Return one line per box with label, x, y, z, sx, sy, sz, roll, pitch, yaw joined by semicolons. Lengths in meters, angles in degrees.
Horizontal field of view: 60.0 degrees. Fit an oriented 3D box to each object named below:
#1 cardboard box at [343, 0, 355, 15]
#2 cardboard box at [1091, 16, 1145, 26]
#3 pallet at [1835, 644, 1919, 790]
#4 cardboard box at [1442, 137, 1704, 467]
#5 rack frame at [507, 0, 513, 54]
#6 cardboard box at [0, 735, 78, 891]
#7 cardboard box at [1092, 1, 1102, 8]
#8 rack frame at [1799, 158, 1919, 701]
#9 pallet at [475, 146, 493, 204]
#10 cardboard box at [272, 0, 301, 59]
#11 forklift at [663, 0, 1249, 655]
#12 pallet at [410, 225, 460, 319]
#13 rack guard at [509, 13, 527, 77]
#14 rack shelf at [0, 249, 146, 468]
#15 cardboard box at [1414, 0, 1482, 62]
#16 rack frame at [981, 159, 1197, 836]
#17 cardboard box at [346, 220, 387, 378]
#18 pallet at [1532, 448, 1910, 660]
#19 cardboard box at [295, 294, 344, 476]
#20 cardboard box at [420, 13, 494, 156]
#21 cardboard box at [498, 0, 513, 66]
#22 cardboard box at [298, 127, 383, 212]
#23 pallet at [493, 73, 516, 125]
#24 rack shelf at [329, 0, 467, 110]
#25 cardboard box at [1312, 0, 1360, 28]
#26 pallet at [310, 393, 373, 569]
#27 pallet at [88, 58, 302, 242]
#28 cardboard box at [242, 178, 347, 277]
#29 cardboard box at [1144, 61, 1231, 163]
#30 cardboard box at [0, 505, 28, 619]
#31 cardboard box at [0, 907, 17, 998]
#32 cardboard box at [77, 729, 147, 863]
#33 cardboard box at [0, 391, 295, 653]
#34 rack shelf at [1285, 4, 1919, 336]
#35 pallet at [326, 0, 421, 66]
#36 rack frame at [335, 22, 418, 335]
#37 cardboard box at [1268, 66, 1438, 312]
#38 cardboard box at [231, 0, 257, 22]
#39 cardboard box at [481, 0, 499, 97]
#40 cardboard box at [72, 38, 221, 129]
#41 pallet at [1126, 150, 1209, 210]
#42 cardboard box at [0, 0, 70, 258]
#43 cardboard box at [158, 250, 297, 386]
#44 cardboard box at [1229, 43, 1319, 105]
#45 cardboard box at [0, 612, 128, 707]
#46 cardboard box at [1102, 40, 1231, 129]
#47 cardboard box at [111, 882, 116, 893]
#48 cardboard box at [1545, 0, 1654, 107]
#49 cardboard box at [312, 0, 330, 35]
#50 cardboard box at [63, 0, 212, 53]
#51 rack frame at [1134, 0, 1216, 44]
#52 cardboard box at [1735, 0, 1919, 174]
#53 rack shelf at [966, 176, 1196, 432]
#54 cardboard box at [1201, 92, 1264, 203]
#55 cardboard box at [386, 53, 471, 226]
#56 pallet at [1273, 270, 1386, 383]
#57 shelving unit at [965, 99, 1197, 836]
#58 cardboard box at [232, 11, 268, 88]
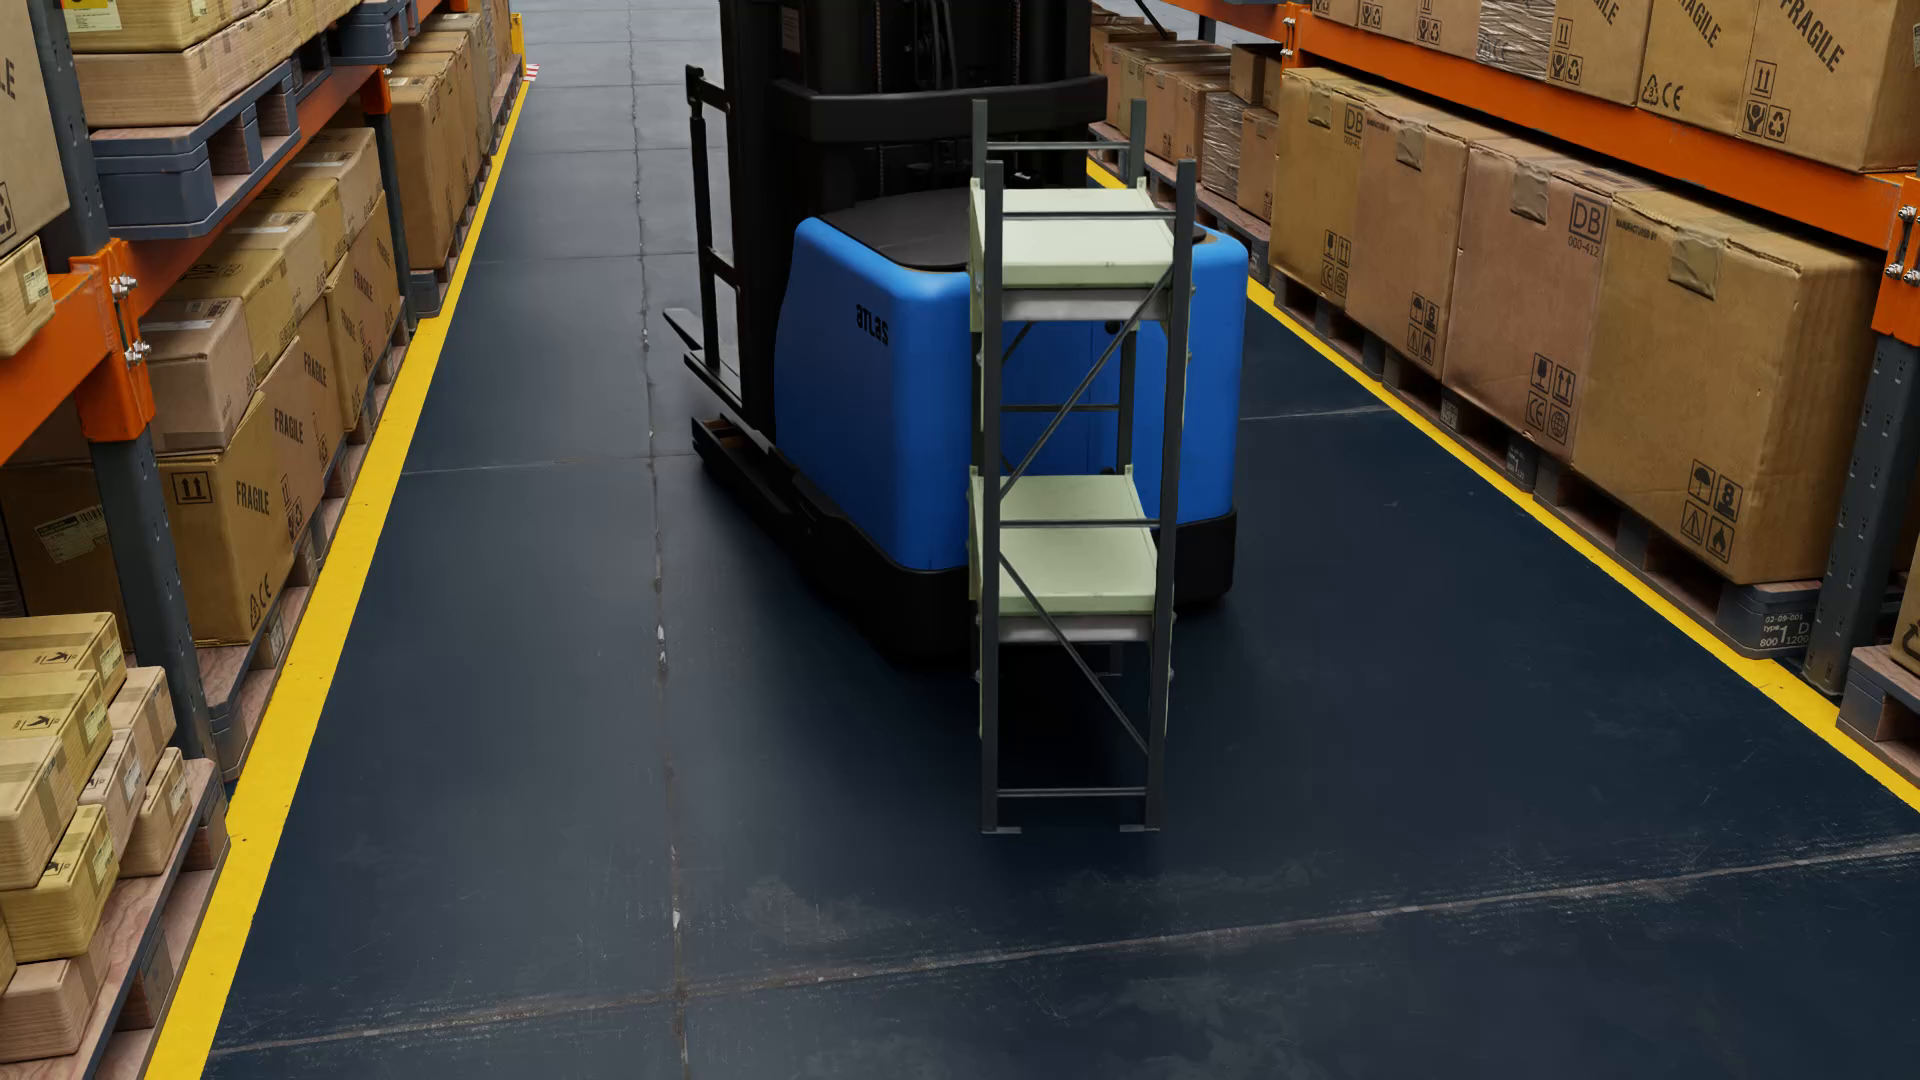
cardboard box;-2.175;-1.782;5.371;0.380;0.149;0.250;-5;24;-12
cardboard box;1.102;-3.600;12.344;0.500;0.500;0.500;3;24;7
pallet;2.793;0.561;3.701;1.003;0.211;1.213;-4;24;-10
cardboard box;2.425;-0.842;5.560;1.225;0.875;0.875;-5;24;-12
rack frame;-4.383;-5.414;13.899;1.000;3.000;0.127;-4;24;-10
cardboard box;-1.703;0.463;2.736;0.380;0.149;0.250;-5;24;-10
cardboard box;0.850;-4.061;13.400;0.500;0.500;0.500;-2;24;-5
rack frame;2.729;-1.021;3.841;1.000;3.000;0.127;-4;24;-10
pallet;-3.427;-2.265;10.172;1.003;0.211;1.213;-4;24;-10
cardboard box;-1.977;-1.366;4.420;0.380;0.149;0.250;-5;24;-12
forklift;-0.290;-1.597;5.245;1.130;2.935;3.031;-10;26;-22
pallet;-2.976;-1.305;7.975;1.003;0.211;1.213;-4;24;-10
rack guard;-4.388;-4.278;14.421;1.175;0.500;0.348;-4;24;-10
rack shelf;-1.794;0.422;1.434;1.077;0.370;4.000;-4;24;-10
cardboard box;2.008;-2.025;6.015;0.500;0.500;0.500;-5;24;-11
rack frame;0.248;-0.030;3.445;0.400;1.500;0.023;-1;24;-1
cardboard box;-2.433;-0.870;6.093;0.500;0.500;0.500;-3;24;-8
pallet;2.512;-0.041;5.081;1.003;0.211;1.213;-4;24;-10
cardboard box;-2.250;-0.464;5.164;0.500;0.500;0.500;-4;24;-9
cardboard box;-3.440;-2.765;10.119;1.050;0.750;0.750;-4;24;-10
cardboard box;-4.193;-4.371;13.640;0.875;0.875;0.875;-4;24;-9
cardboard box;-2.520;-1.408;6.388;0.500;0.250;0.500;-5;24;-11
pallet;-3.936;-3.349;12.653;1.003;0.211;1.213;-4;24;-10
rack shelf;-3.274;-2.724;8.639;1.077;0.370;4.000;-4;24;-10
cardboard box;1.812;-2.429;6.939;0.500;0.500;0.500;-4;24;-8
pallet;-2.539;-0.203;5.451;1.003;0.211;1.213;-4;24;-10
pallet;-2.163;-0.918;3.843;1.003;0.211;1.213;-4;24;-10
cardboard box;-2.337;-1.009;5.475;0.500;0.250;0.500;-4;24;-9
cardboard box;1.516;-2.572;9.965;0.700;0.500;0.500;-6;24;-14
cardboard box;-2.549;-0.013;4.132;0.500;0.500;0.500;-5;24;-11
cardboard box;-1.714;0.699;2.566;0.380;0.149;0.250;-4;24;-9
cardboard box;-1.731;0.490;3.047;0.380;0.149;0.250;-5;24;-12
cardboard box;-2.040;-0.051;4.218;0.500;0.500;0.500;-3;24;-8
rack shelf;2.359;-1.478;5.786;1.077;0.370;4.000;-4;24;-10
pallet;-2.667;-1.907;6.108;1.213;0.211;1.003;-4;24;-10
rack frame;-2.904;-2.267;6.694;1.000;3.000;0.127;-4;24;-10
cardboard box;2.096;-1.541;7.159;1.225;0.875;0.875;-5;24;-12
cardboard box;-1.883;-1.300;3.896;0.380;0.149;0.250;-4;24;-8
cardboard box;-3.861;-3.666;12.027;0.875;0.875;0.875;-4;24;-9
cardboard box;-1.785;-0.960;3.490;0.380;0.149;0.250;-5;24;-12
pallet;1.624;-2.103;9.802;1.003;0.211;1.213;-4;24;-10
cardboard box;-1.797;-0.707;2.624;0.500;0.500;0.500;-4;24;-10
cardboard box;-2.142;-0.604;4.547;0.500;0.250;0.500;-4;24;-8
cardboard box;1.728;-2.464;8.780;0.500;0.250;0.500;-2;24;-4
cardboard box;-1.843;0.268;3.183;0.380;0.149;0.250;-4;24;-8
cardboard box;1.342;-2.981;10.901;0.700;0.500;0.500;-6;24;-14
cardboard box;-1.791;0.657;3.034;0.380;0.149;0.250;-4;24;-8
cardboard box;2.186;-1.631;5.112;0.500;0.500;0.500;-5;24;-10
cardboard box;-2.075;-1.573;4.893;0.380;0.149;0.250;-5;24;-12
cardboard box;-1.785;-1.097;3.431;0.380;0.149;0.250;-4;24;-9
rack frame;1.250;-4.168;11.046;1.000;3.000;0.127;-4;24;-10
cardboard box;2.374;-1.231;4.196;0.500;0.500;0.500;-4;24;-10
rack shelf;0.238;-0.534;3.624;0.431;0.370;0.720;-1;24;-1
cardboard box;1.731;-2.130;8.953;0.700;0.500;0.500;-6;24;-14
cardboard box;-3.093;-2.019;8.410;1.050;0.750;0.750;-4;24;-9
pallet;2.061;-1.001;7.279;1.003;0.211;1.213;-4;24;-10
shelving unit;0.238;-0.177;3.780;0.431;1.500;0.755;-1;24;-1
cardboard box;-1.884;-1.168;3.965;0.380;0.149;0.250;-4;24;-9
